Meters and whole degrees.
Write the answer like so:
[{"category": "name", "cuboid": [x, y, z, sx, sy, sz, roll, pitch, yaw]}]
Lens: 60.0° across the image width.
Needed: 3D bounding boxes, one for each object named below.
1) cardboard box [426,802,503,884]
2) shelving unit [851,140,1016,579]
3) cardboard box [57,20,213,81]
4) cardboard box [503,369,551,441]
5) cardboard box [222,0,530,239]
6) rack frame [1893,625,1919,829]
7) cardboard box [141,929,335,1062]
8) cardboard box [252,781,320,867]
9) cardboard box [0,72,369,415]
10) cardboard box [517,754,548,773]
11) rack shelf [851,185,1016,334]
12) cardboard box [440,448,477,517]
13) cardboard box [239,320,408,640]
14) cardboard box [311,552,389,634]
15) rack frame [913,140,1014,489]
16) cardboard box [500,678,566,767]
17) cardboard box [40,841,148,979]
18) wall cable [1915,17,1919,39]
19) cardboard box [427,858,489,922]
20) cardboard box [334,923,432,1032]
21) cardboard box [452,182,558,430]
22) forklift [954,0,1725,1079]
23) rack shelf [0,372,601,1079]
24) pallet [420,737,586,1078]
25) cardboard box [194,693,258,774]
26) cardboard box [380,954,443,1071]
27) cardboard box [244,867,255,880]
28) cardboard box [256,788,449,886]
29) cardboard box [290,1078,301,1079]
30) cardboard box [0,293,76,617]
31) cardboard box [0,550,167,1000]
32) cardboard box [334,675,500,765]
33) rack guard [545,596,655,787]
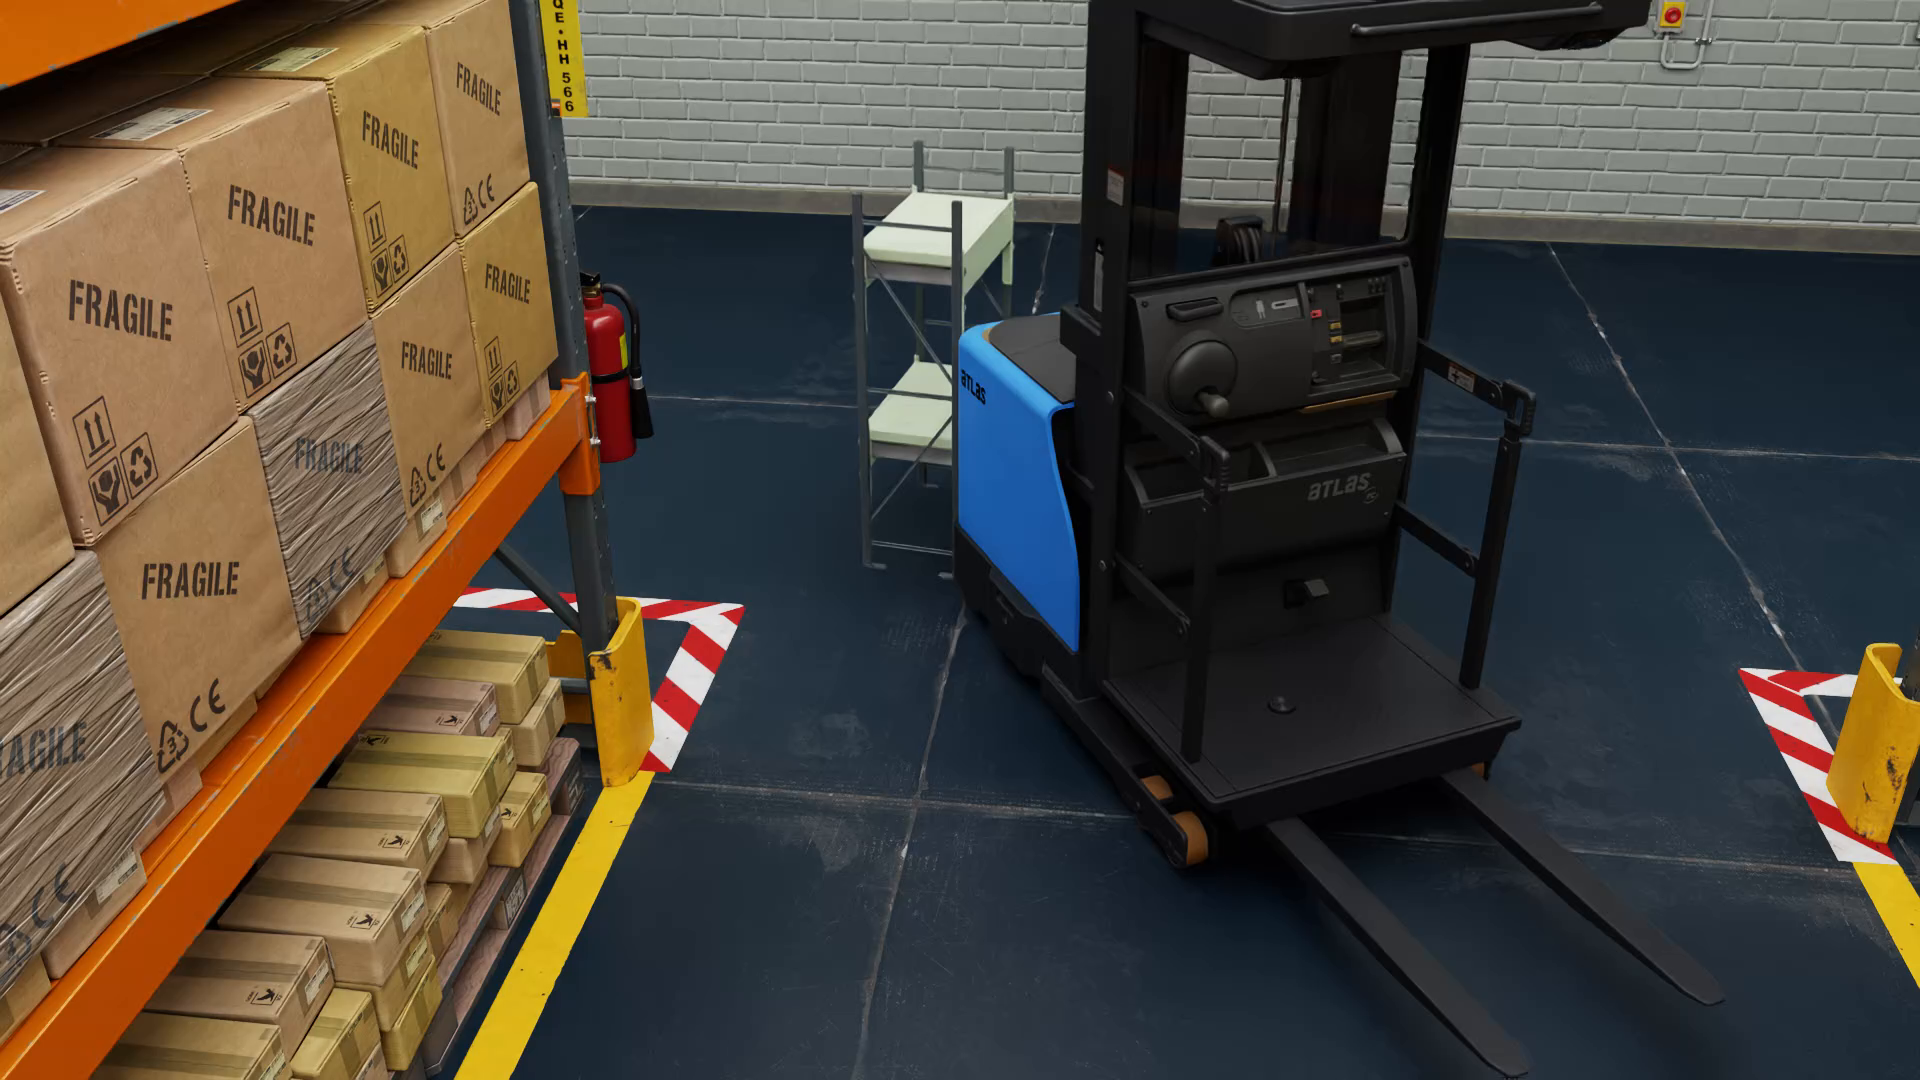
[{"category": "cardboard box", "cuboid": [-1.445, 0.768, 4.412, 0.380, 0.149, 0.250, 2, 28, 4]}, {"category": "shelving unit", "cuboid": [-0.087, -0.705, 6.477, 0.431, 1.500, 0.755, 8, 29, 14]}, {"category": "cardboard box", "cuboid": [-1.975, -0.862, 3.715, 0.500, 0.500, 0.500, 4, 29, 8]}, {"category": "cardboard box", "cuboid": [-1.361, -0.401, 4.596, 0.380, 0.149, 0.250, 3, 28, 6]}, {"category": "cardboard box", "cuboid": [-1.411, -1.066, 4.094, 0.500, 0.500, 0.500, 3, 28, 5]}, {"category": "rack frame", "cuboid": [3.324, -0.441, 4.406, 1.000, 3.000, 0.127, 3, 28, 6]}, {"category": "cardboard box", "cuboid": [-1.623, 1.001, 3.665, 0.380, 0.149, 0.250, 2, 28, 4]}, {"category": "cardboard box", "cuboid": [-1.952, 0.736, 4.471, 0.380, 0.149, 0.250, 4, 29, 7]}, {"category": "cardboard box", "cuboid": [-1.527, -0.583, 3.196, 0.500, 0.500, 0.500, 5, 29, 9]}, {"category": "cardboard box", "cuboid": [-1.459, 0.649, 4.946, 0.380, 0.149, 0.250, 4, 29, 7]}, {"category": "rack shelf", "cuboid": [-0.087, -1.048, 6.292, 0.431, 0.370, 0.720, 8, 29, 14]}, {"category": "cardboard box", "cuboid": [-1.444, -0.167, 4.162, 0.380, 0.149, 0.250, 3, 28, 6]}, {"category": "cardboard box", "cuboid": [-1.522, -0.148, 3.444, 0.500, 0.500, 0.500, 3, 29, 6]}, {"category": "cardboard box", "cuboid": [-1.514, 0.077, 3.709, 0.380, 0.149, 0.250, 2, 28, 4]}, {"category": "rack frame", "cuboid": [0.013, -0.872, 6.787, 0.400, 1.500, 0.023, 8, 29, 14]}, {"category": "cardboard box", "cuboid": [-1.383, 0.523, 4.866, 0.380, 0.149, 0.250, 3, 28, 5]}, {"category": "cardboard box", "cuboid": [-1.619, 0.575, 2.784, 0.380, 0.149, 0.250, 5, 29, 8]}, {"category": "wall cable", "cuboid": [5.401, -3.467, 8.951, 0.588, 1.984, 0.122, 3, 28, 6]}, {"category": "cardboard box", "cuboid": [-1.508, 0.895, 4.489, 0.380, 0.149, 0.250, 3, 28, 6]}, {"category": "cardboard box", "cuboid": [-1.495, 1.012, 3.958, 0.380, 0.149, 0.250, 4, 29, 7]}, {"category": "cardboard box", "cuboid": [-1.401, -0.630, 4.337, 0.500, 0.500, 0.500, 4, 29, 7]}, {"category": "forklift", "cuboid": [1.018, -0.548, 4.676, 1.130, 2.935, 3.031, -11, 30, -20]}, {"category": "rack shelf", "cuboid": [-1.846, 0.577, 3.275, 1.077, 0.370, 4.000, 3, 28, 6]}, {"category": "pallet", "cuboid": [-1.745, 0.963, 4.741, 1.003, 0.211, 1.213, 3, 28, 6]}, {"category": "cardboard box", "cuboid": [-1.622, 0.326, 3.246, 0.380, 0.149, 0.250, 4, 29, 7]}, {"category": "cardboard box", "cuboid": [-1.494, 1.136, 4.042, 0.380, 0.149, 0.250, 2, 28, 4]}, {"category": "cardboard box", "cuboid": [-1.958, 0.862, 4.550, 0.380, 0.149, 0.250, 4, 29, 7]}, {"category": "cardboard box", "cuboid": [-1.503, 0.754, 4.124, 0.380, 0.149, 0.250, 2, 28, 4]}, {"category": "cardboard box", "cuboid": [-1.551, 1.263, 3.492, 0.380, 0.149, 0.250, 4, 29, 7]}, {"category": "cardboard box", "cuboid": [-1.653, -0.092, 2.285, 0.500, 0.500, 0.500, 4, 29, 7]}, {"category": "cardboard box", "cuboid": [-1.630, 0.340, 2.537, 0.500, 0.500, 0.500, 3, 28, 5]}, {"category": "cardboard box", "cuboid": [-1.502, 0.506, 4.584, 0.380, 0.149, 0.250, 4, 29, 7]}, {"category": "rack guard", "cuboid": [-1.611, 0.455, 5.378, 1.175, 0.500, 0.348, 3, 28, 6]}]
